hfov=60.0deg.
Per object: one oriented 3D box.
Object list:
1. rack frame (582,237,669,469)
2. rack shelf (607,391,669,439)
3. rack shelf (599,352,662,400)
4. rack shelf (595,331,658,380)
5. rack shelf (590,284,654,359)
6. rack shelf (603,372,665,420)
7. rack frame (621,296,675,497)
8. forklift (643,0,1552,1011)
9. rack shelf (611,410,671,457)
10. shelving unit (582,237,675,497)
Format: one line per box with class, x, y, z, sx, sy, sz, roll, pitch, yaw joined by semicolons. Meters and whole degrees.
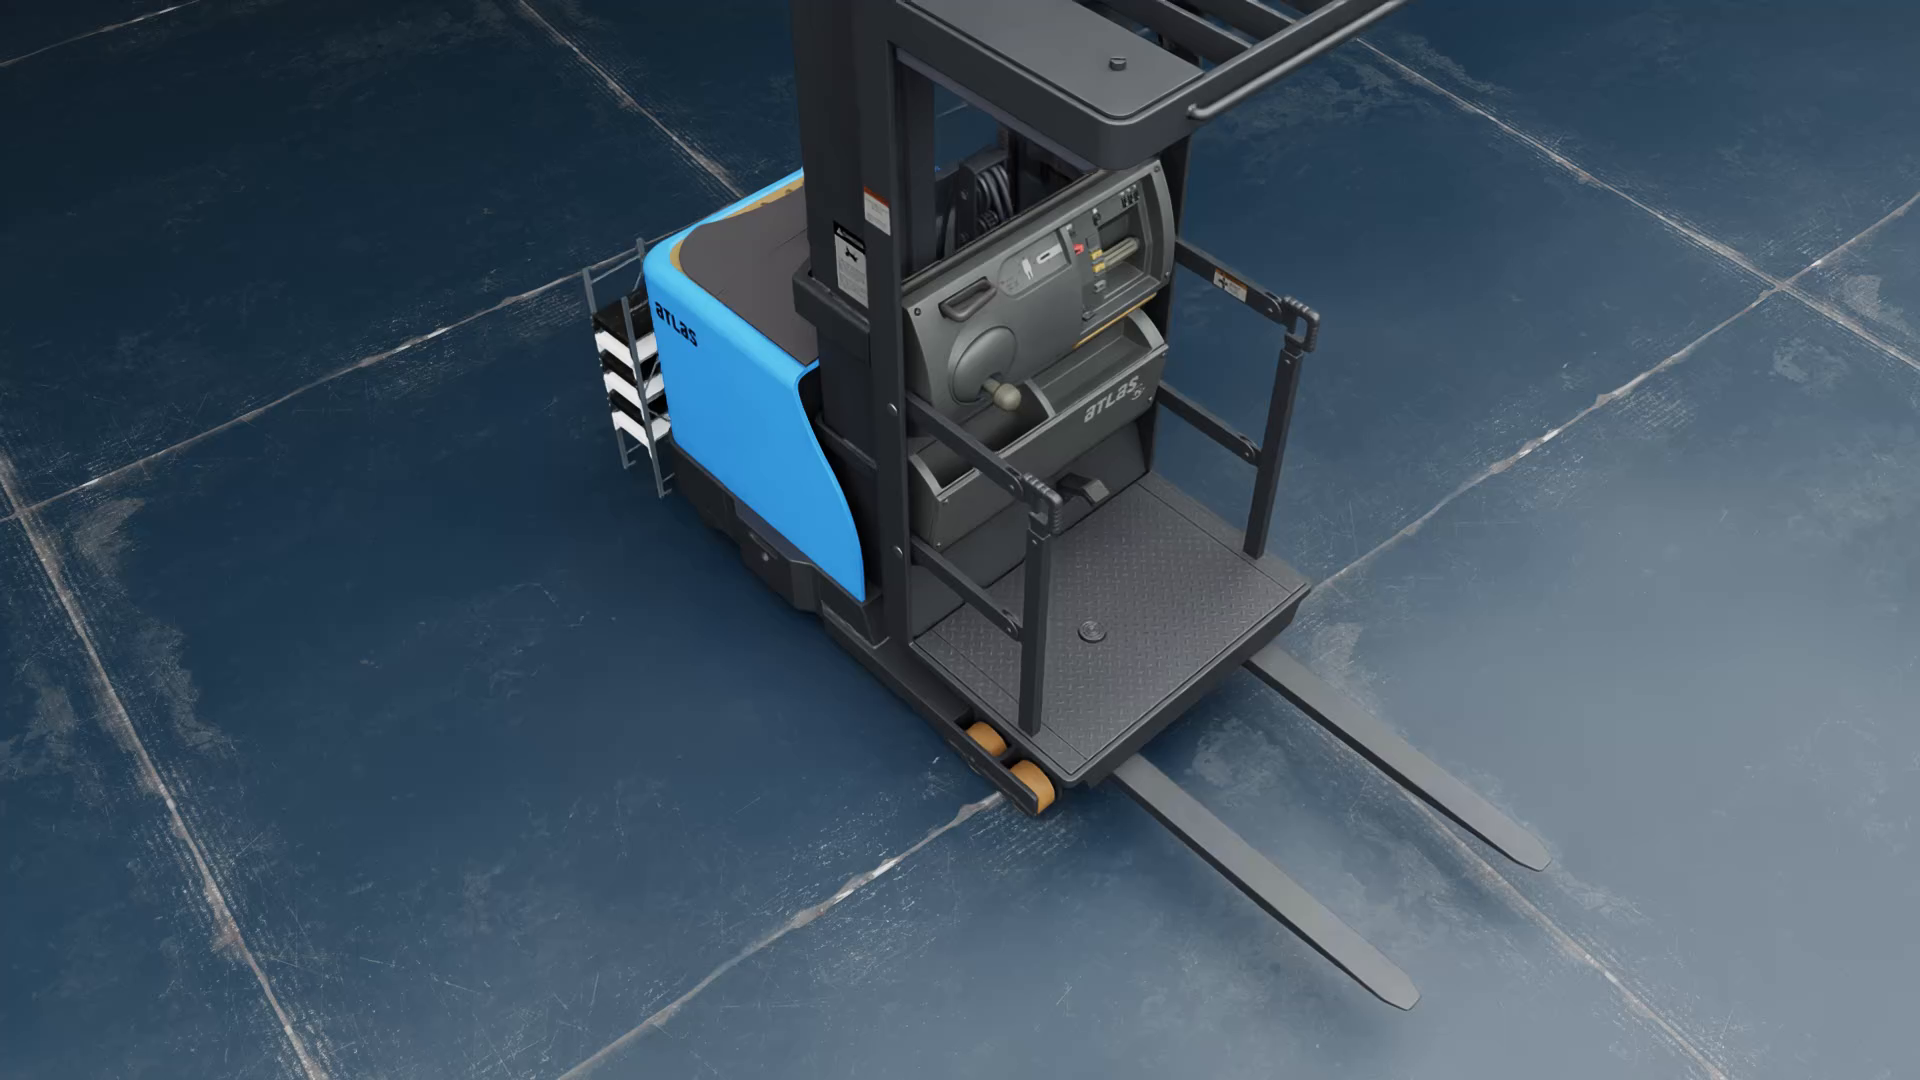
rack frame;-1.124;-0.623;5.708;0.006;0.900;0.240;36;57;28
rack shelf;-1.052;-0.488;5.751;0.200;0.077;0.258;36;57;28
rack shelf;-1.052;-0.608;5.618;0.200;0.077;0.258;36;57;28
rack shelf;-1.052;-0.669;5.551;0.200;0.077;0.258;36;57;28
rack shelf;-1.052;-0.729;5.484;0.200;0.077;0.258;36;57;28
rack shelf;-1.052;-0.548;5.684;0.200;0.077;0.258;36;57;28
rack frame;-0.980;-0.517;5.612;0.006;0.900;0.240;36;57;28
forklift;0.378;-0.594;4.310;1.130;2.935;3.031;-35;56;-27
rack shelf;-1.052;-0.427;5.818;0.200;0.077;0.258;36;57;28
shelving unit;-1.052;-0.570;5.660;0.210;0.900;0.258;36;57;28
